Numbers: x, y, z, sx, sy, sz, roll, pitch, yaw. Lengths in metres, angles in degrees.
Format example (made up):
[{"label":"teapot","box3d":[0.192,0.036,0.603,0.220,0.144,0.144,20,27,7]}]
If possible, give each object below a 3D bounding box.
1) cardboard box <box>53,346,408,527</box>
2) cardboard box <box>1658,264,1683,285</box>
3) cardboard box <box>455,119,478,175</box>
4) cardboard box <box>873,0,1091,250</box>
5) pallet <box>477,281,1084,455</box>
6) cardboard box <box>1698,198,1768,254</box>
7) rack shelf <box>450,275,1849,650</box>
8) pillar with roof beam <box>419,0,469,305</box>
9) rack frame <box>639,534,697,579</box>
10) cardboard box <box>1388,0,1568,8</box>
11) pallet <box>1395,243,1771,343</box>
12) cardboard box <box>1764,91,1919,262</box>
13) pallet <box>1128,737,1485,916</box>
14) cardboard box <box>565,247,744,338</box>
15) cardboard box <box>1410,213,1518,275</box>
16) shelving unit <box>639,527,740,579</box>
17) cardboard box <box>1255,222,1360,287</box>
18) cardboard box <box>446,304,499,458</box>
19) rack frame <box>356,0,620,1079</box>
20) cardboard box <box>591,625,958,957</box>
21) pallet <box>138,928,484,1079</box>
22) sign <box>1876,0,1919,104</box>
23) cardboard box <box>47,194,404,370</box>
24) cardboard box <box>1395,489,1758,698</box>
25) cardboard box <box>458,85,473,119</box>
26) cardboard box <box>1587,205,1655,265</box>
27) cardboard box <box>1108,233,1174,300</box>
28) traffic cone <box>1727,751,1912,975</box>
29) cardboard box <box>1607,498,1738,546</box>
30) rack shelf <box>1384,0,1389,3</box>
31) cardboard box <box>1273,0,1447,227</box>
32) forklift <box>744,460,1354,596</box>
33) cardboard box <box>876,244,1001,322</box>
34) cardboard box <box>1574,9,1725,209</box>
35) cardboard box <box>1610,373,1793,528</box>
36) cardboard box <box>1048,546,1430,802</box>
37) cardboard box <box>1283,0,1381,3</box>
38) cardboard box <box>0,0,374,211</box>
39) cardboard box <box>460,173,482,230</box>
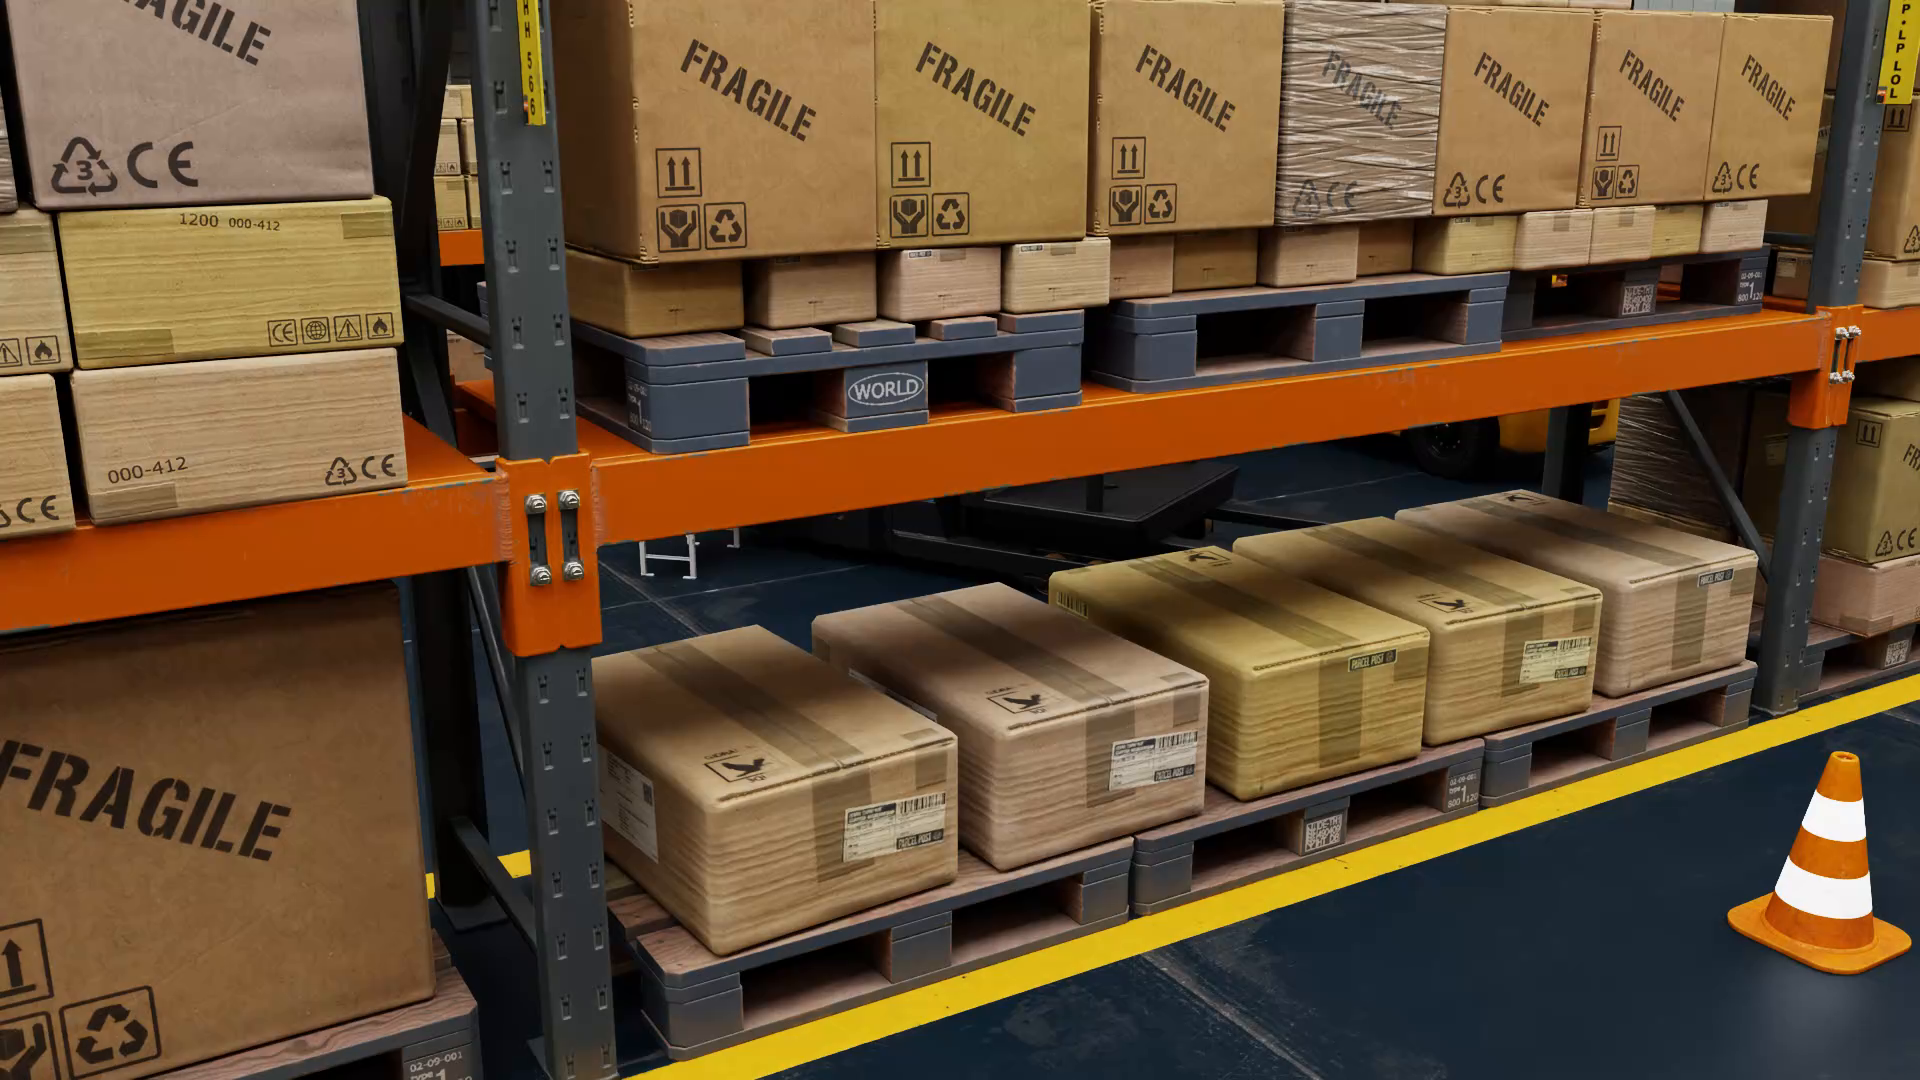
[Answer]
[{"label":"cardboard box","box3d":[-1.313,-0.232,2.960,0.500,0.250,0.500,-10,18,-32]},{"label":"cardboard box","box3d":[2.534,-0.985,5.833,0.250,0.149,0.380,-9,18,-30]},{"label":"cardboard box","box3d":[-2.178,-1.895,7.963,0.500,0.250,0.500,-10,18,-31]},{"label":"cardboard box","box3d":[-0.065,-0.912,3.590,0.500,0.500,0.500,-8,18,-27]},{"label":"pallet","box3d":[-0.457,-0.466,3.872,1.003,0.211,1.213,-9,18,-30]},{"label":"cardboard box","box3d":[2.117,-0.937,4.882,0.250,0.149,0.380,-9,18,-29]},{"label":"rack shelf","box3d":[0.702,-0.367,4.493,4.000,0.370,1.077,-9,18,-30]},{"label":"pillar with roof beam","box3d":[-0.702,-3.865,4.527,0.400,9.000,9.100,-9,18,-30]},{"label":"rack frame","box3d":[-1.202,-0.425,6.704,0.240,1.200,0.015,4,16,13]},{"label":"cardboard box","box3d":[1.329,-1.438,4.267,0.250,0.149,0.380,-10,19,-32]},{"label":"pallet","box3d":[1.686,-0.826,5.155,1.213,0.211,1.003,-9,18,-30]},{"label":"cardboard box","box3d":[2.937,-1.179,5.322,0.500,0.500,0.500,-9,18,-30]},{"label":"pallet","box3d":[0.702,0.631,4.768,1.213,0.211,1.003,-9,18,-30]},{"label":"cardboard box","box3d":[-0.639,-0.518,3.389,0.250,0.149,0.380,-10,19,-33]},{"label":"cardboard box","box3d":[1.235,-0.798,4.388,0.250,0.149,0.380,-9,18,-30]},{"label":"shelving unit","box3d":[-1.144,-0.489,6.932,0.258,1.200,0.503,4,16,13]},{"label":"cardboard box","box3d":[0.772,-0.732,4.151,0.250,0.149,0.380,-9,18,-28]},{"label":"cardboard box","box3d":[-2.475,-0.818,8.392,0.625,0.625,0.875,-9,18,-28]},{"label":"rack frame","box3d":[-1.013,-0.435,3.404,0.127,3.000,1.000,-9,18,-30]},{"label":"cardboard box","box3d":[-0.523,0.552,3.974,0.625,0.372,0.950,-11,19,-33]},{"label":"pallet","box3d":[-1.727,1.000,3.452,1.213,0.211,1.003,-9,18,-30]},{"label":"sign","box3d":[2.705,-1.421,4.775,0.005,0.325,0.100,-9,18,-30]},{"label":"cardboard box","box3d":[-1.297,-0.477,2.907,0.500,0.250,0.500,-9,18,-30]},{"label":"cardboard box","box3d":[1.968,0.146,5.424,0.625,0.372,0.950,-9,18,-29]},{"label":"cardboard box","box3d":[-2.295,-2.080,7.885,0.250,0.149,0.380,-9,18,-29]},{"label":"cardboard box","box3d":[1.679,-0.860,4.609,0.250,0.149,0.380,-10,18,-31]},{"label":"cardboard box","box3d":[0.292,-0.662,3.903,0.250,0.149,0.380,-8,18,-26]},{"label":"traffic cone","box3d":[2.074,0.727,3.960,0.334,0.463,0.336,-9,18,-30]},{"label":"cardboard box","box3d":[2.784,-0.014,6.217,0.500,0.250,0.500,-8,18,-27]},{"label":"rack shelf","box3d":[1.571,-3.515,10.167,4.000,0.370,1.077,-9,18,-30]},{"label":"cardboard box","box3d":[0.820,-1.055,4.101,0.500,0.500,0.500,-10,19,-32]},{"label":"forklift","box3d":[0.540,-1.327,6.715,3.031,2.935,1.130,9,18,29]},{"label":"cardboard box","box3d":[-0.121,-0.577,3.599,0.250,0.149,0.380,-11,19,-33]},{"label":"cardboard box","box3d":[1.714,-1.198,4.612,0.500,0.500,0.500,-9,18,-29]},{"label":"cardboard box","box3d":[2.785,-0.375,6.116,0.500,0.500,0.500,-9,18,-30]},{"label":"cardboard box","box3d":[0.758,0.343,4.718,0.625,0.372,0.950,-9,18,-28]},{"label":"cardboard box","box3d":[0.952,-1.539,4.625,0.250,0.149,0.380,-8,18,-27]},{"label":"cardboard box","box3d":[-1.321,-0.832,2.784,0.500,0.500,0.500,-10,18,-31]},{"label":"cardboard box","box3d":[-2.195,-1.658,8.045,0.500,0.250,0.500,-10,18,-31]}]
